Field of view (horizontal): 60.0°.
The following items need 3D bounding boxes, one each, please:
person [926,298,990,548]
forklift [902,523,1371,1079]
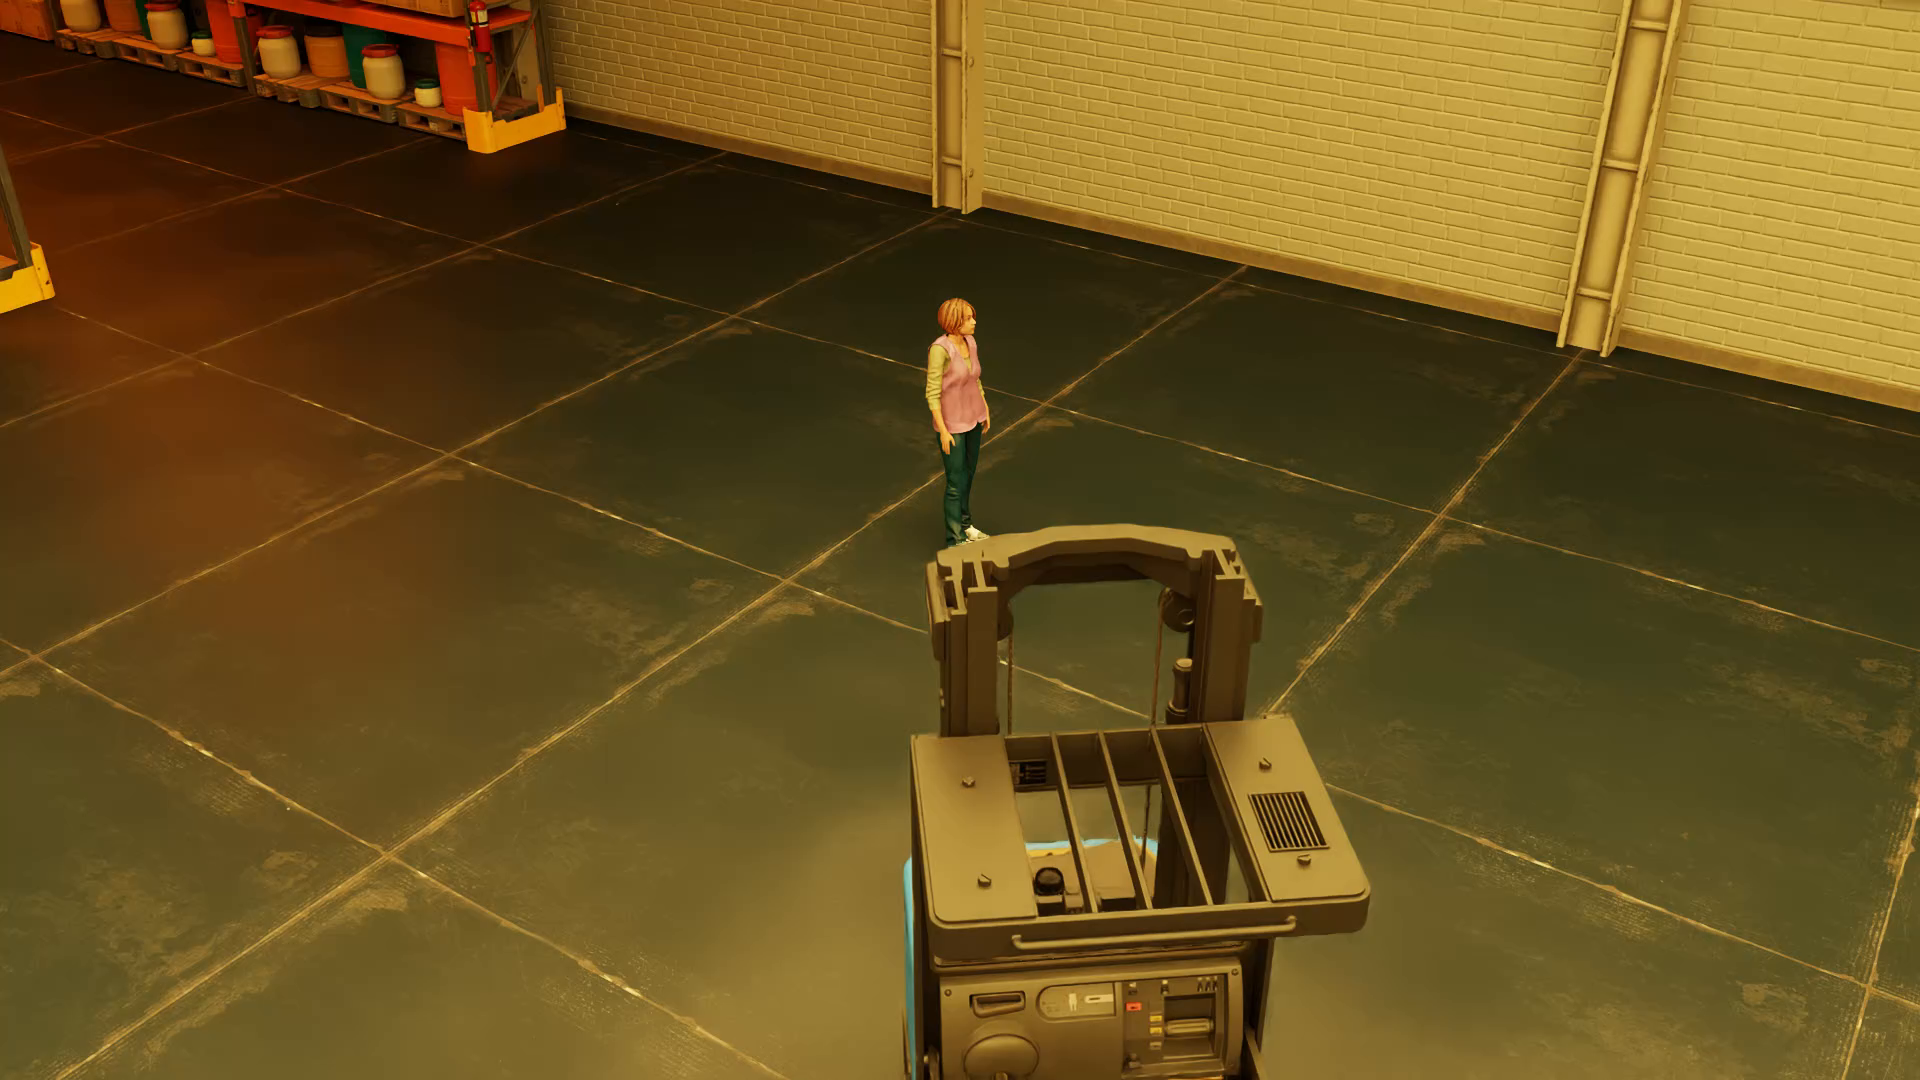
[{"bbox_3d":[0.053,-0.670,10.049,0.476,1.597,0.520,19,35,29],"label":"person"},{"bbox_3d":[0.428,1.554,4.905,1.130,2.935,3.031,-3,30,-5],"label":"forklift"}]
